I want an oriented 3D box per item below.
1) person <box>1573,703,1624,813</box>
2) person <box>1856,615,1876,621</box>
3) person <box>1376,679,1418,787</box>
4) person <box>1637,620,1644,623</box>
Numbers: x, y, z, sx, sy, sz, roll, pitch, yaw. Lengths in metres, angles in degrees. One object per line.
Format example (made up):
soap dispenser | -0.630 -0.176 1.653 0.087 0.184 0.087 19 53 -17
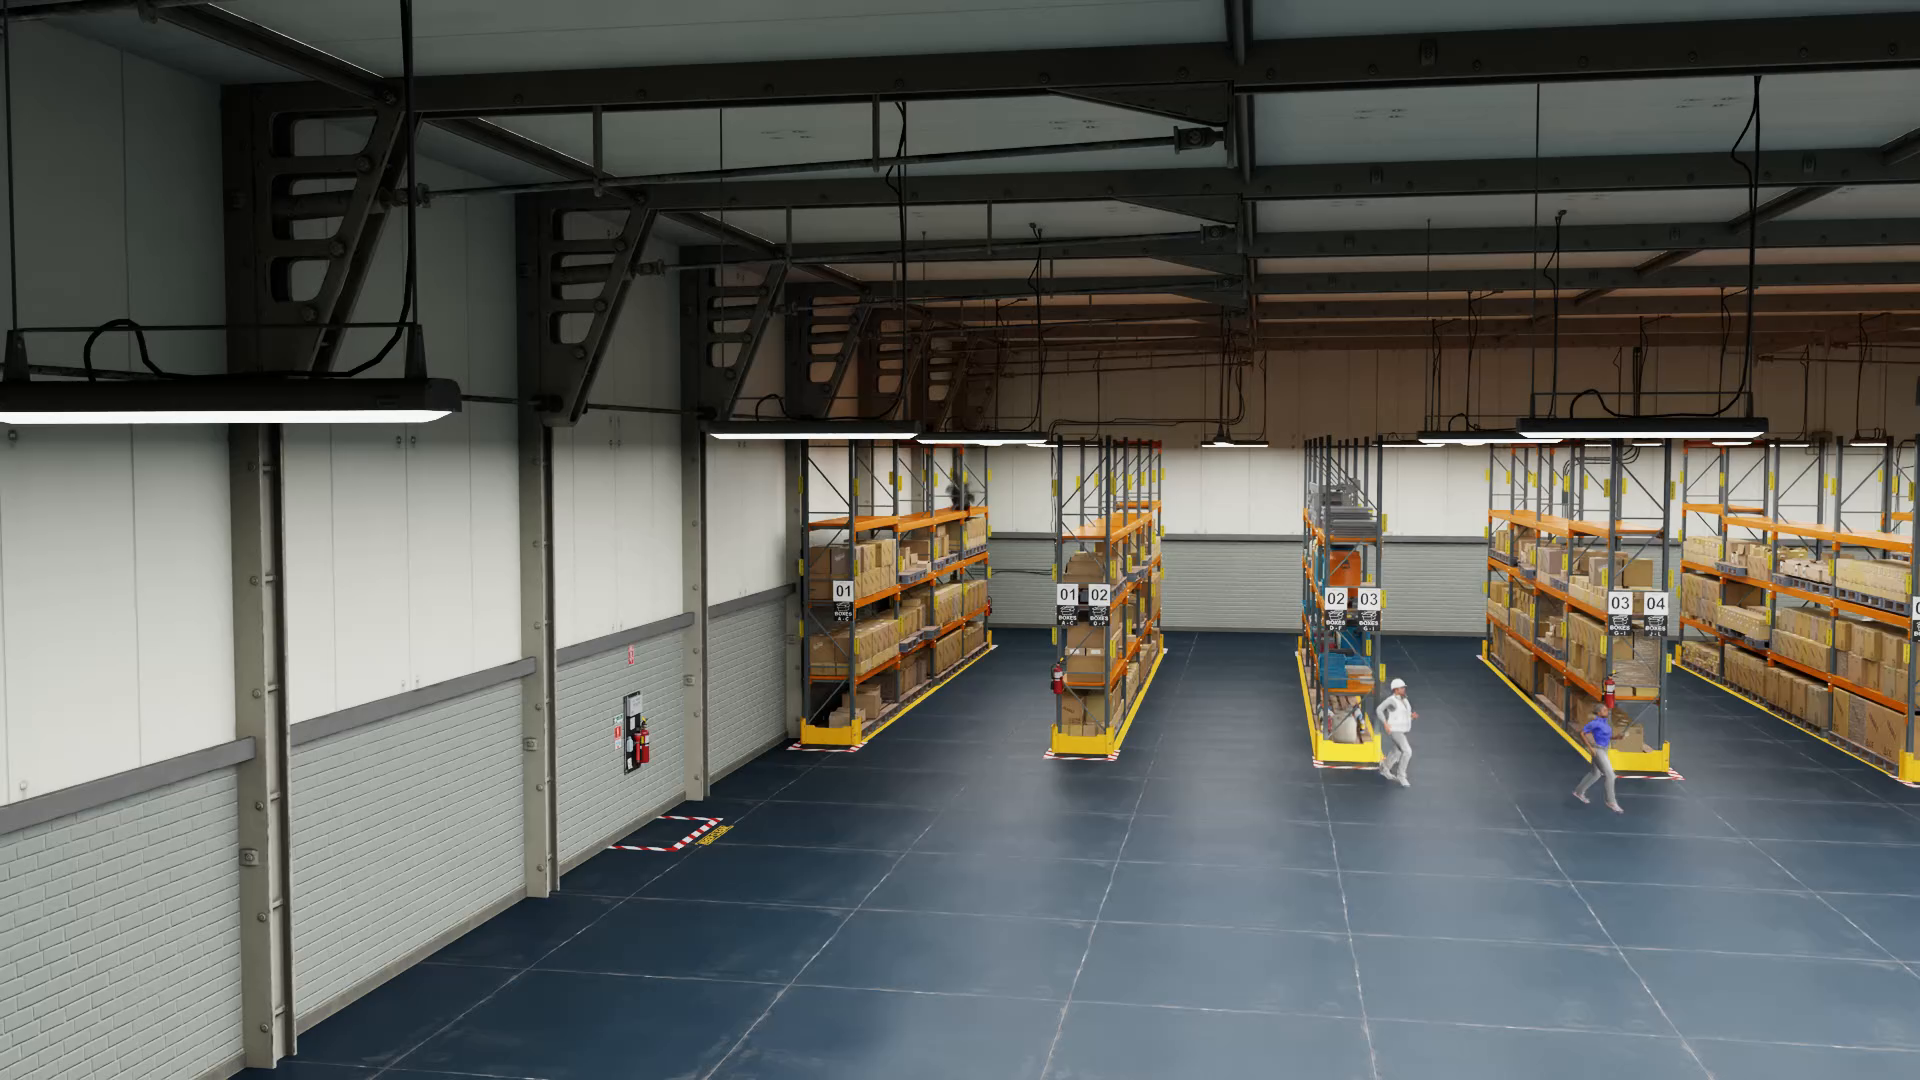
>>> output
person | 10.193 3.500 26.502 0.796 1.606 0.554 2 4 35
person | 24.668 2.431 44.989 0.842 1.791 0.689 1 3 20
person | 7.509 3.295 28.503 0.753 1.826 0.629 3 4 43
person | 18.523 2.464 45.538 0.688 1.591 0.760 -2 4 -38
